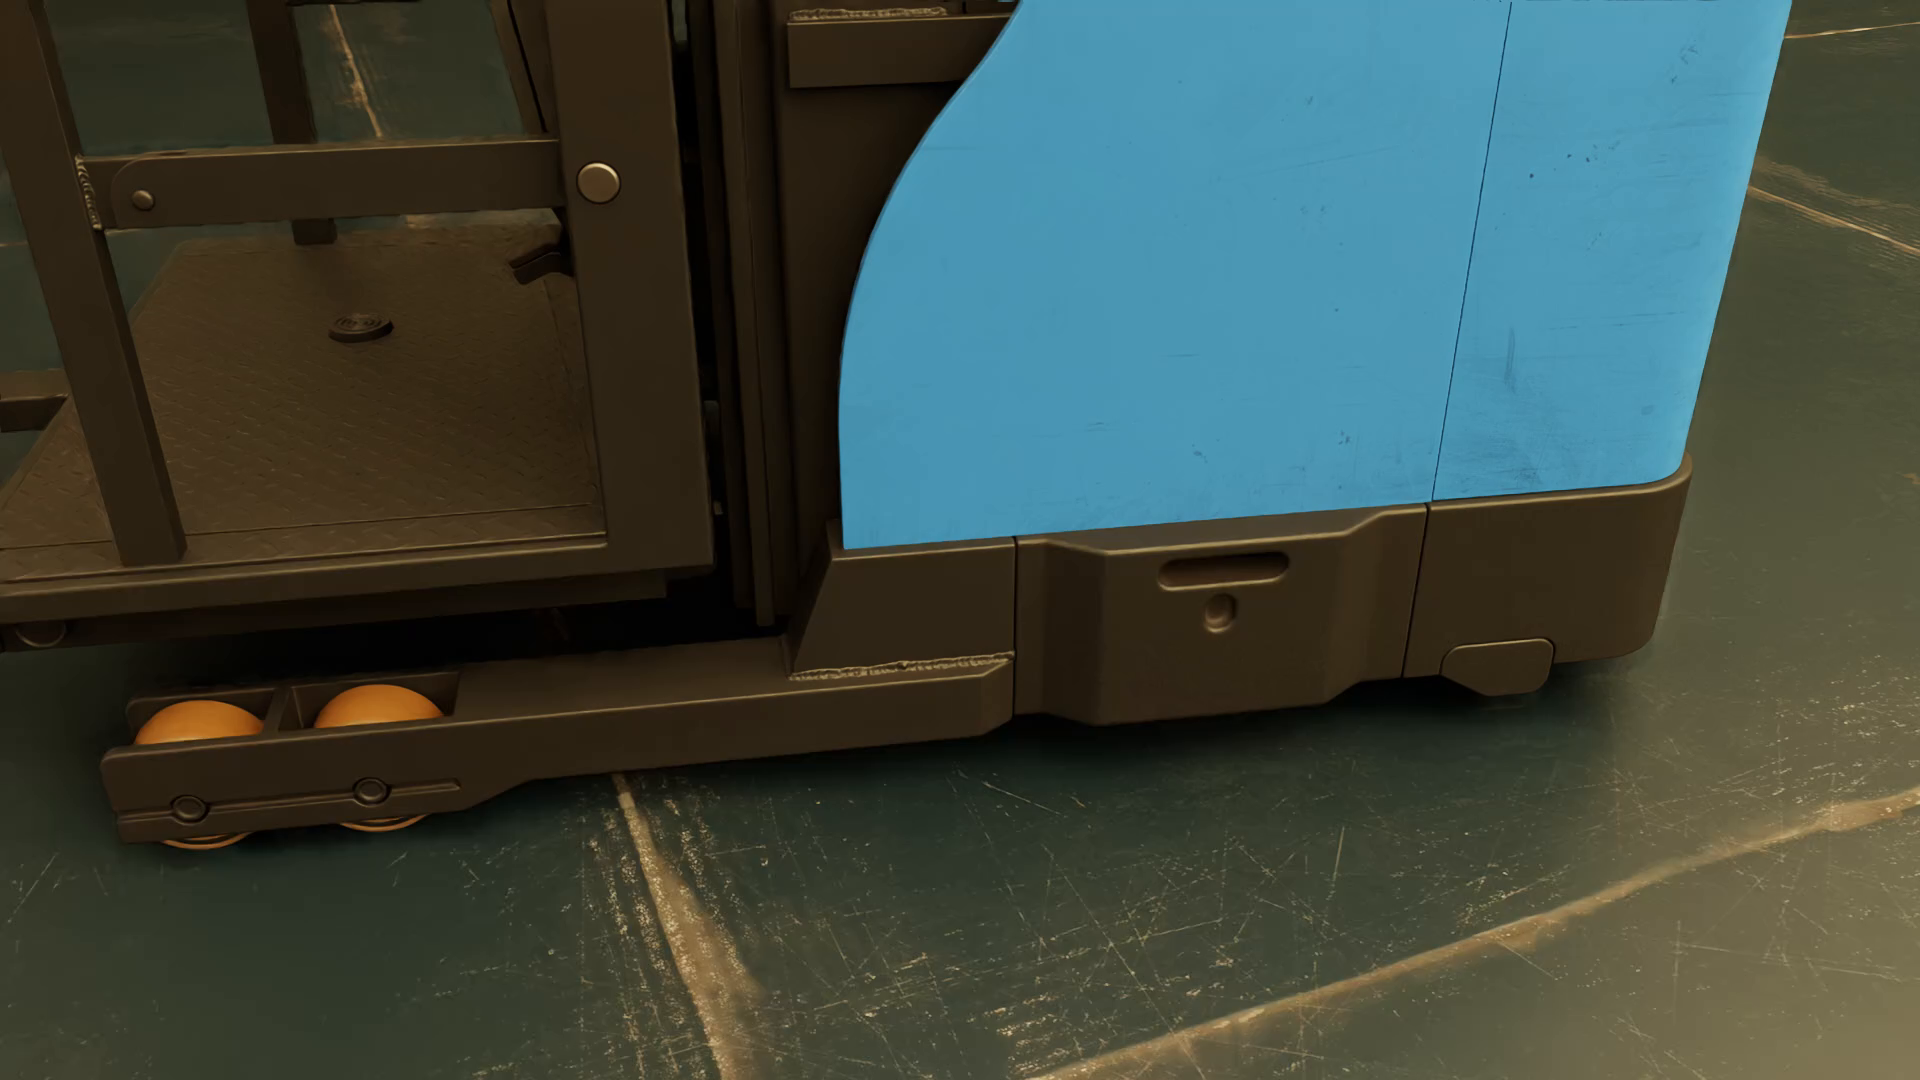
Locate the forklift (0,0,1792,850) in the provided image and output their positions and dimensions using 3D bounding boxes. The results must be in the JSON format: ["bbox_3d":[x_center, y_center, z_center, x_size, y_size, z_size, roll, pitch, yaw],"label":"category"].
[{"bbox_3d":[-0.660,-1.205,1.654,3.031,2.935,1.130,-5,30,-8],"label":"forklift"}]
